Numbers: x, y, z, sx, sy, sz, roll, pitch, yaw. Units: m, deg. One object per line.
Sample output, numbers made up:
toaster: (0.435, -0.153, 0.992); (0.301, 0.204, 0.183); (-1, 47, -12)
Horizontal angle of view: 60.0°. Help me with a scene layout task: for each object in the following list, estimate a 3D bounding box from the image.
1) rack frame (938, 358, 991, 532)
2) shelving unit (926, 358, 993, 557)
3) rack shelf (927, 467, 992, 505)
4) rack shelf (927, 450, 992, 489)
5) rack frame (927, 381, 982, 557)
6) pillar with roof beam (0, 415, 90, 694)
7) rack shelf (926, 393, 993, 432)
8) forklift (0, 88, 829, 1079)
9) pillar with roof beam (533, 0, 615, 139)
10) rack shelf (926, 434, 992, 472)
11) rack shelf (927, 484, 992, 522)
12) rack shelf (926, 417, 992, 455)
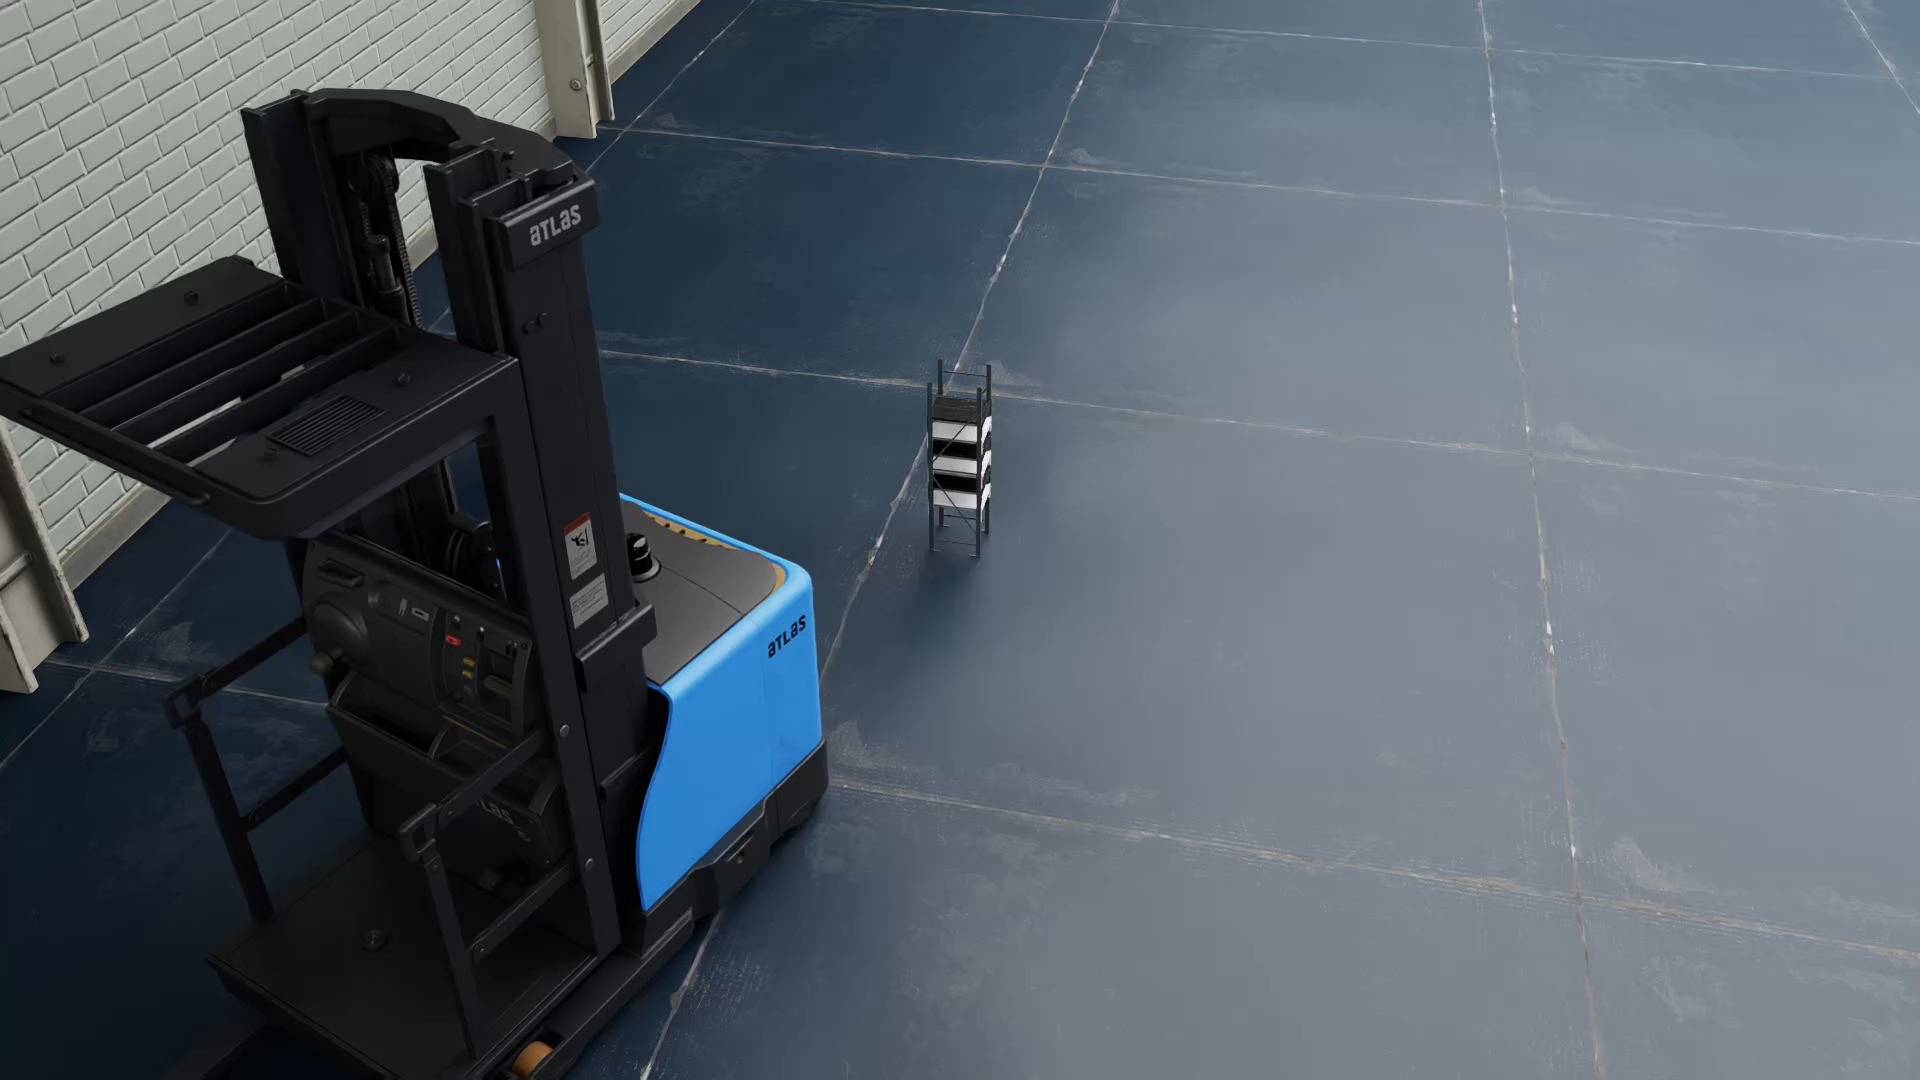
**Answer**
rack frame: (0.020, -0.418, 7.560); (0.240, 0.900, 0.006); (7, 37, 10)
shelving unit: (-0.002, -0.360, 7.479); (0.258, 0.900, 0.210); (7, 37, 10)
rack shelf: (-0.002, -0.260, 7.552); (0.258, 0.077, 0.200); (7, 37, 10)
rack shelf: (-0.002, -0.333, 7.499); (0.258, 0.077, 0.200); (7, 37, 10)
rack frame: (-0.023, -0.301, 7.399); (0.240, 0.900, 0.006); (7, 37, 10)
pillar with roof beam: (0.256, -2.601, 3.670); (9.100, 9.000, 0.400); (7, 37, 10)
rack shelf: (-0.002, -0.551, 7.341); (0.258, 0.077, 0.200); (7, 37, 10)
forklift: (-1.718, 0.360, 4.755); (1.130, 2.935, 3.031); (21, 41, 26)
pillar with roof beam: (1.538, -6.040, 8.416); (9.100, 9.000, 0.400); (7, 37, 10)
rack shelf: (-0.002, -0.406, 7.446); (0.258, 0.077, 0.200); (7, 37, 10)
rack shelf: (-0.002, -0.187, 7.605); (0.258, 0.077, 0.200); (7, 37, 10)
rack shelf: (-0.002, -0.478, 7.393); (0.258, 0.077, 0.200); (7, 37, 10)
